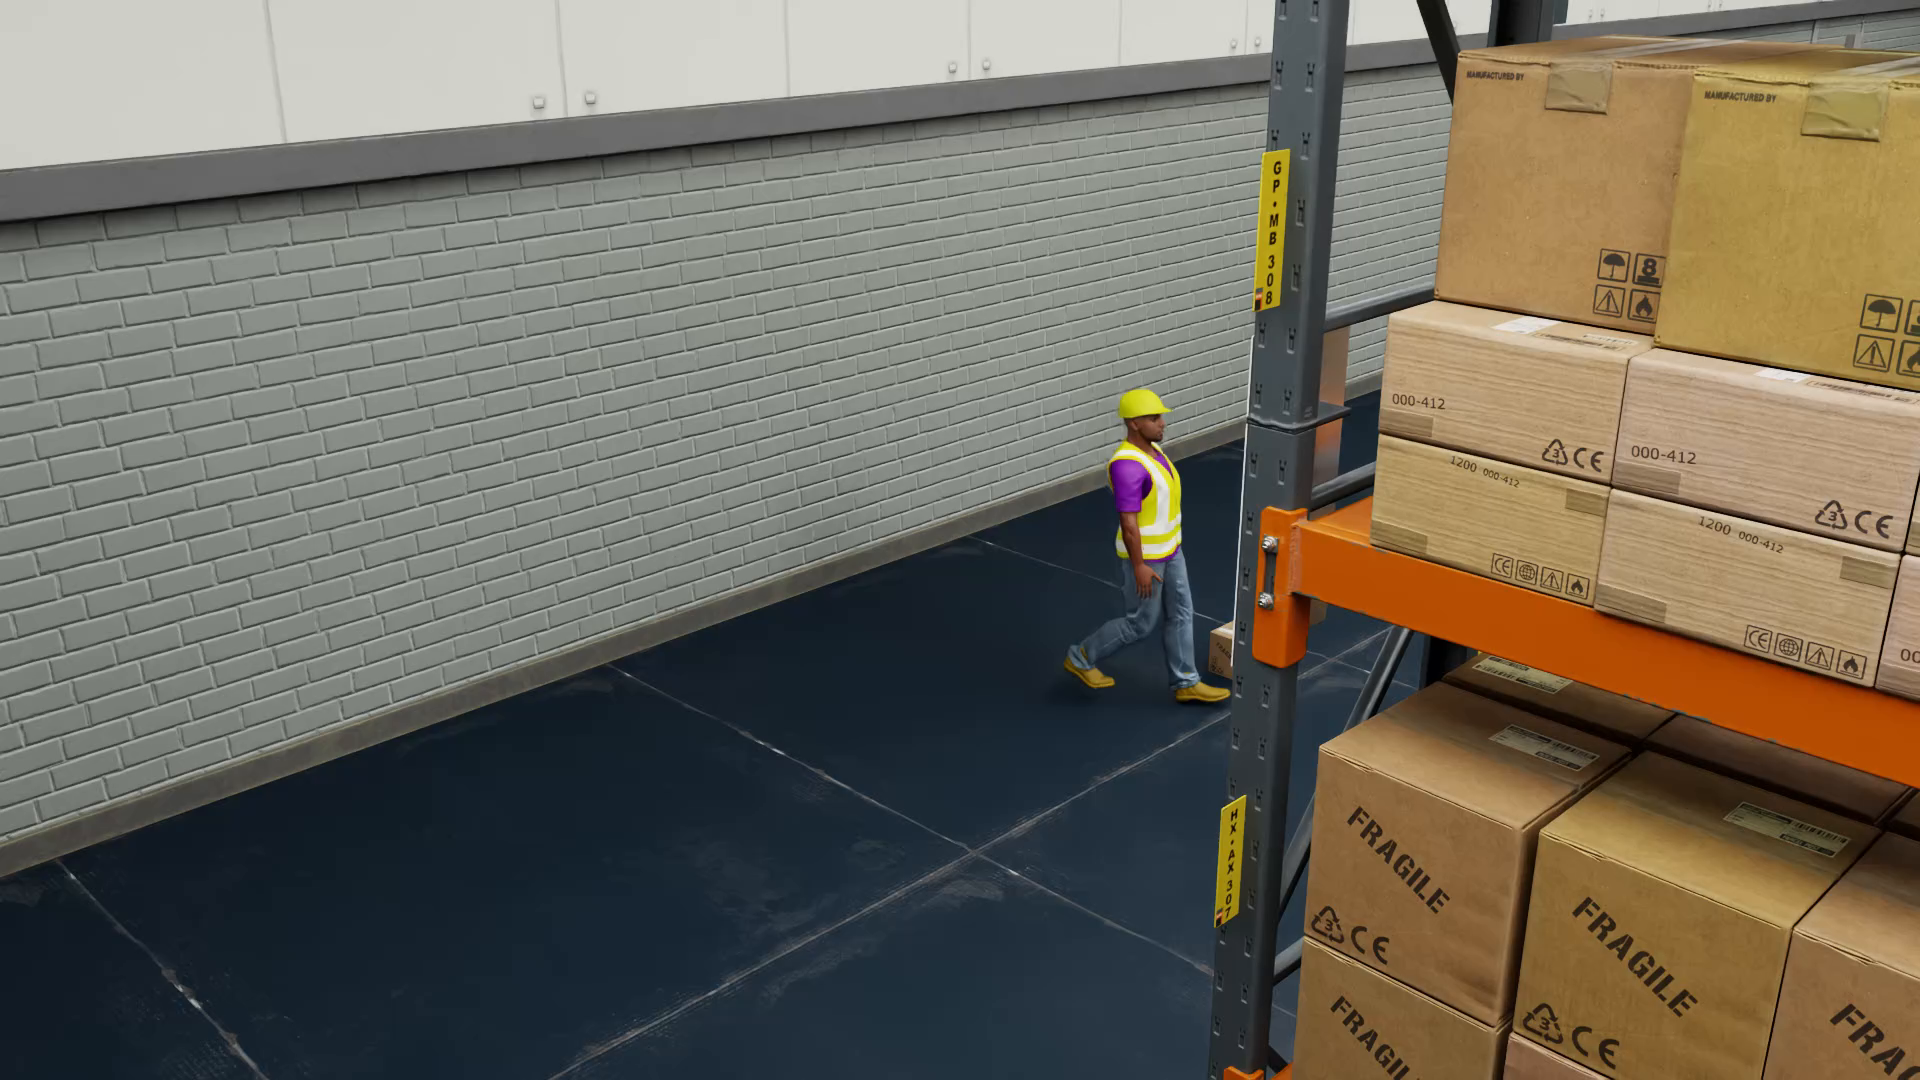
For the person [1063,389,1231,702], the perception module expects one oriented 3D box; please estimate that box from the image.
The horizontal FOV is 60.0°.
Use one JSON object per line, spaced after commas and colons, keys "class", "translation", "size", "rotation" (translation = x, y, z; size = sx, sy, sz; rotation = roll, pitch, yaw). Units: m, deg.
{"class": "person", "translation": [1.022, 0.060, 8.885], "size": [0.897, 1.742, 0.581], "rotation": [9, 22, 22]}
